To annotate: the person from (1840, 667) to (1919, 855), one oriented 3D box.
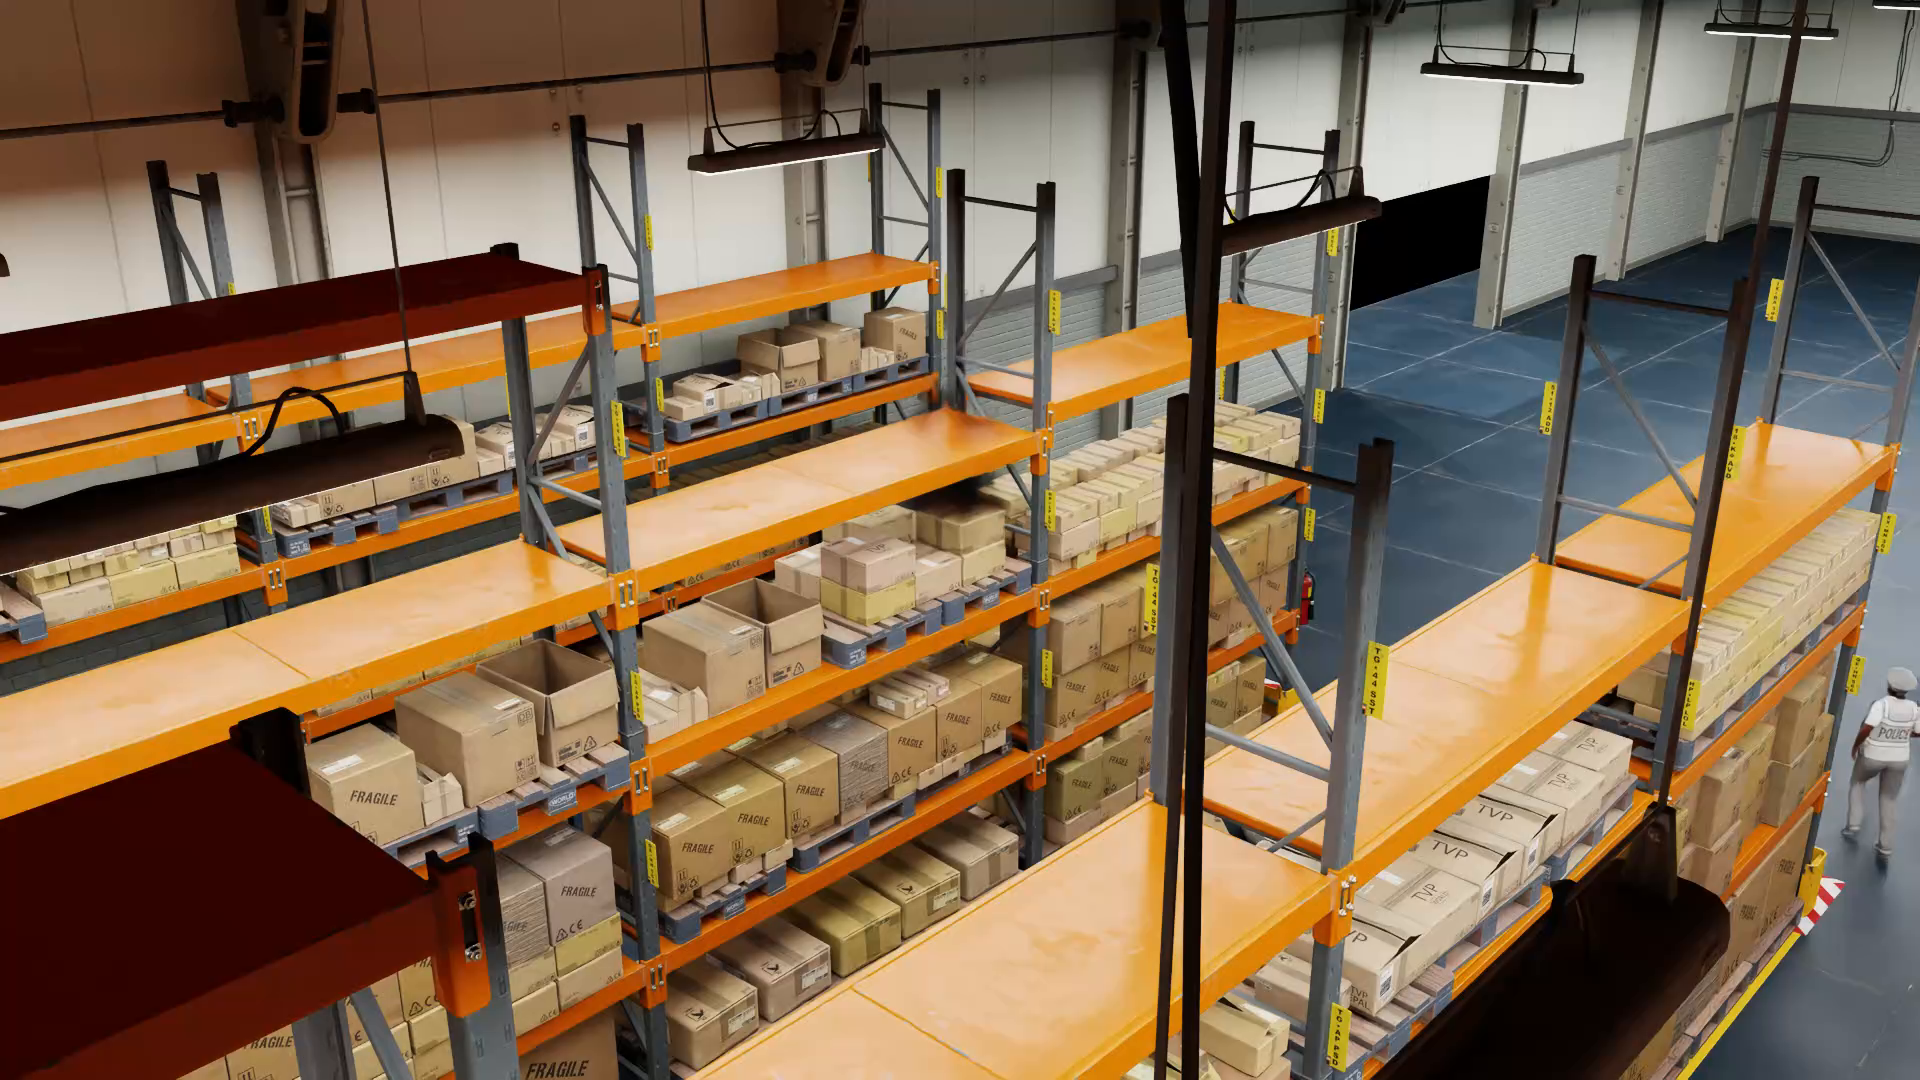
[{"bbox_3d":[8.130,1.957,14.694,0.589,1.765,0.719,4,22,10],"label":"person"}]
